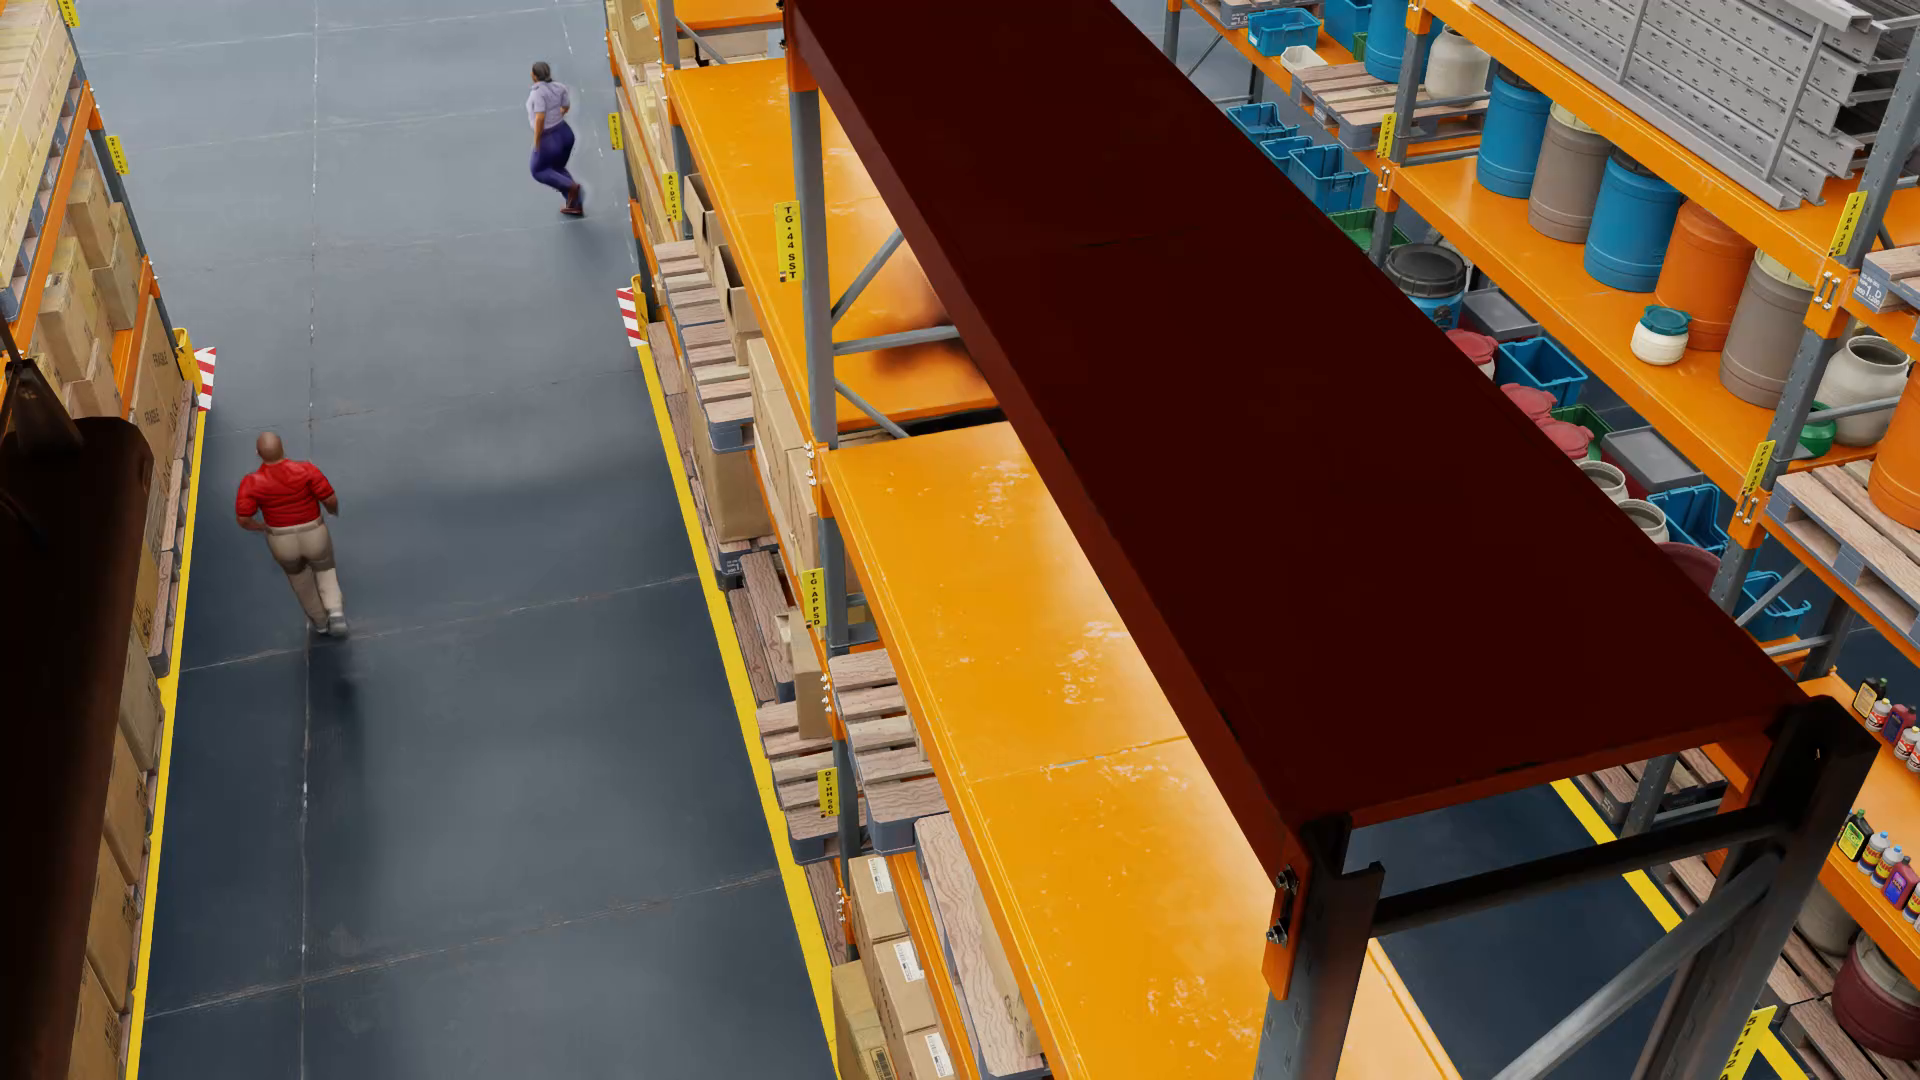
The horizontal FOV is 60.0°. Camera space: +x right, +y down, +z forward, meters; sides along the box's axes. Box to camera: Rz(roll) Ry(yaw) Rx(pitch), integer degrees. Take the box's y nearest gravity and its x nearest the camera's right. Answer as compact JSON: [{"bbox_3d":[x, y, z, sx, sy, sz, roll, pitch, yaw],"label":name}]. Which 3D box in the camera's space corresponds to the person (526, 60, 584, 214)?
[{"bbox_3d":[-4.075,-3.983,16.588,0.616,1.597,0.624,18,42,21],"label":"person"}]

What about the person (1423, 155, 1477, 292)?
[{"bbox_3d":[4.388,-2.686,14.772,0.613,1.823,0.894,-16,41,-19],"label":"person"}]

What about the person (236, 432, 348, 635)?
[{"bbox_3d":[-4.560,0.022,11.457,0.650,1.675,0.652,-14,40,-17],"label":"person"}]
